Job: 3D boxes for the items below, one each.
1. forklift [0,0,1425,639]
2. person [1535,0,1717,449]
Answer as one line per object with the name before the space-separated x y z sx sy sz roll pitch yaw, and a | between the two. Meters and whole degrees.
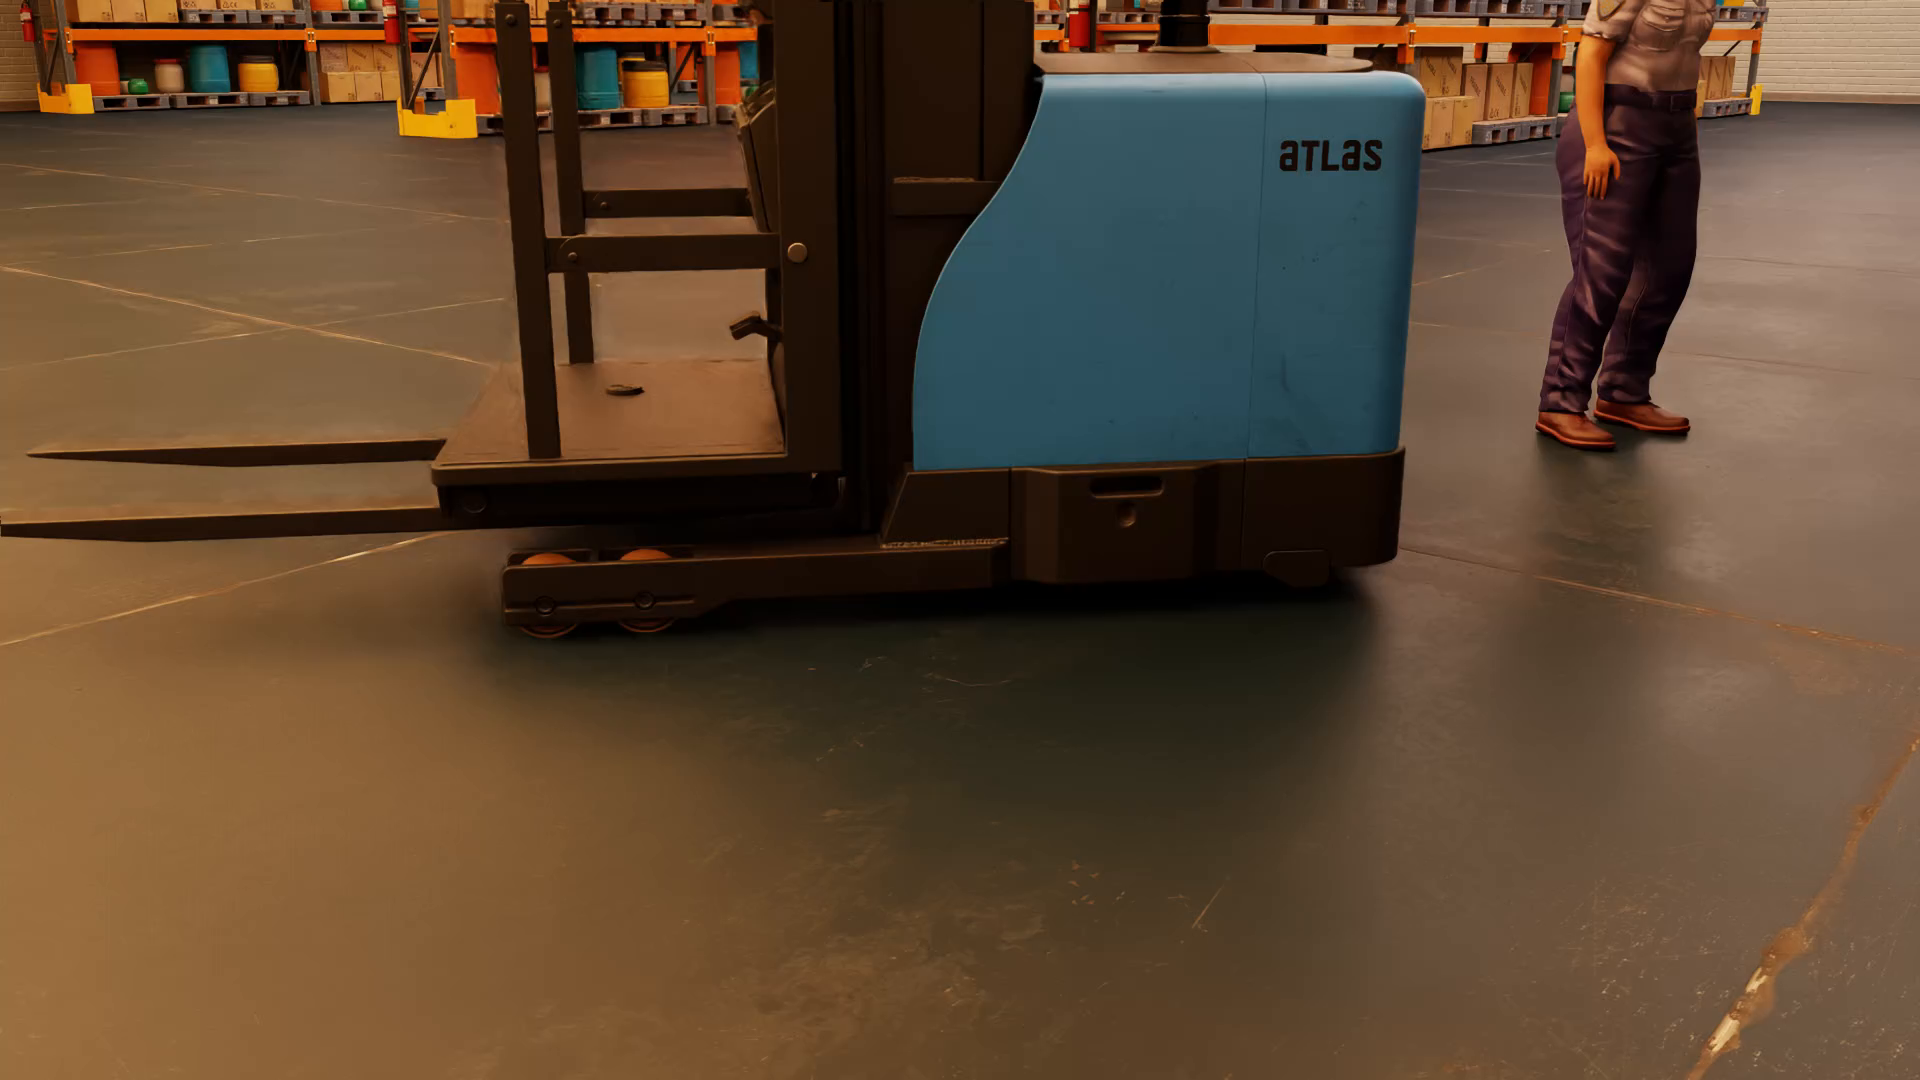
forklift | -0.614 -1.371 3.413 3.031 2.935 1.130 -2 17 -8
person | 1.951 -1.122 4.802 0.555 1.650 0.369 -11 20 -33
